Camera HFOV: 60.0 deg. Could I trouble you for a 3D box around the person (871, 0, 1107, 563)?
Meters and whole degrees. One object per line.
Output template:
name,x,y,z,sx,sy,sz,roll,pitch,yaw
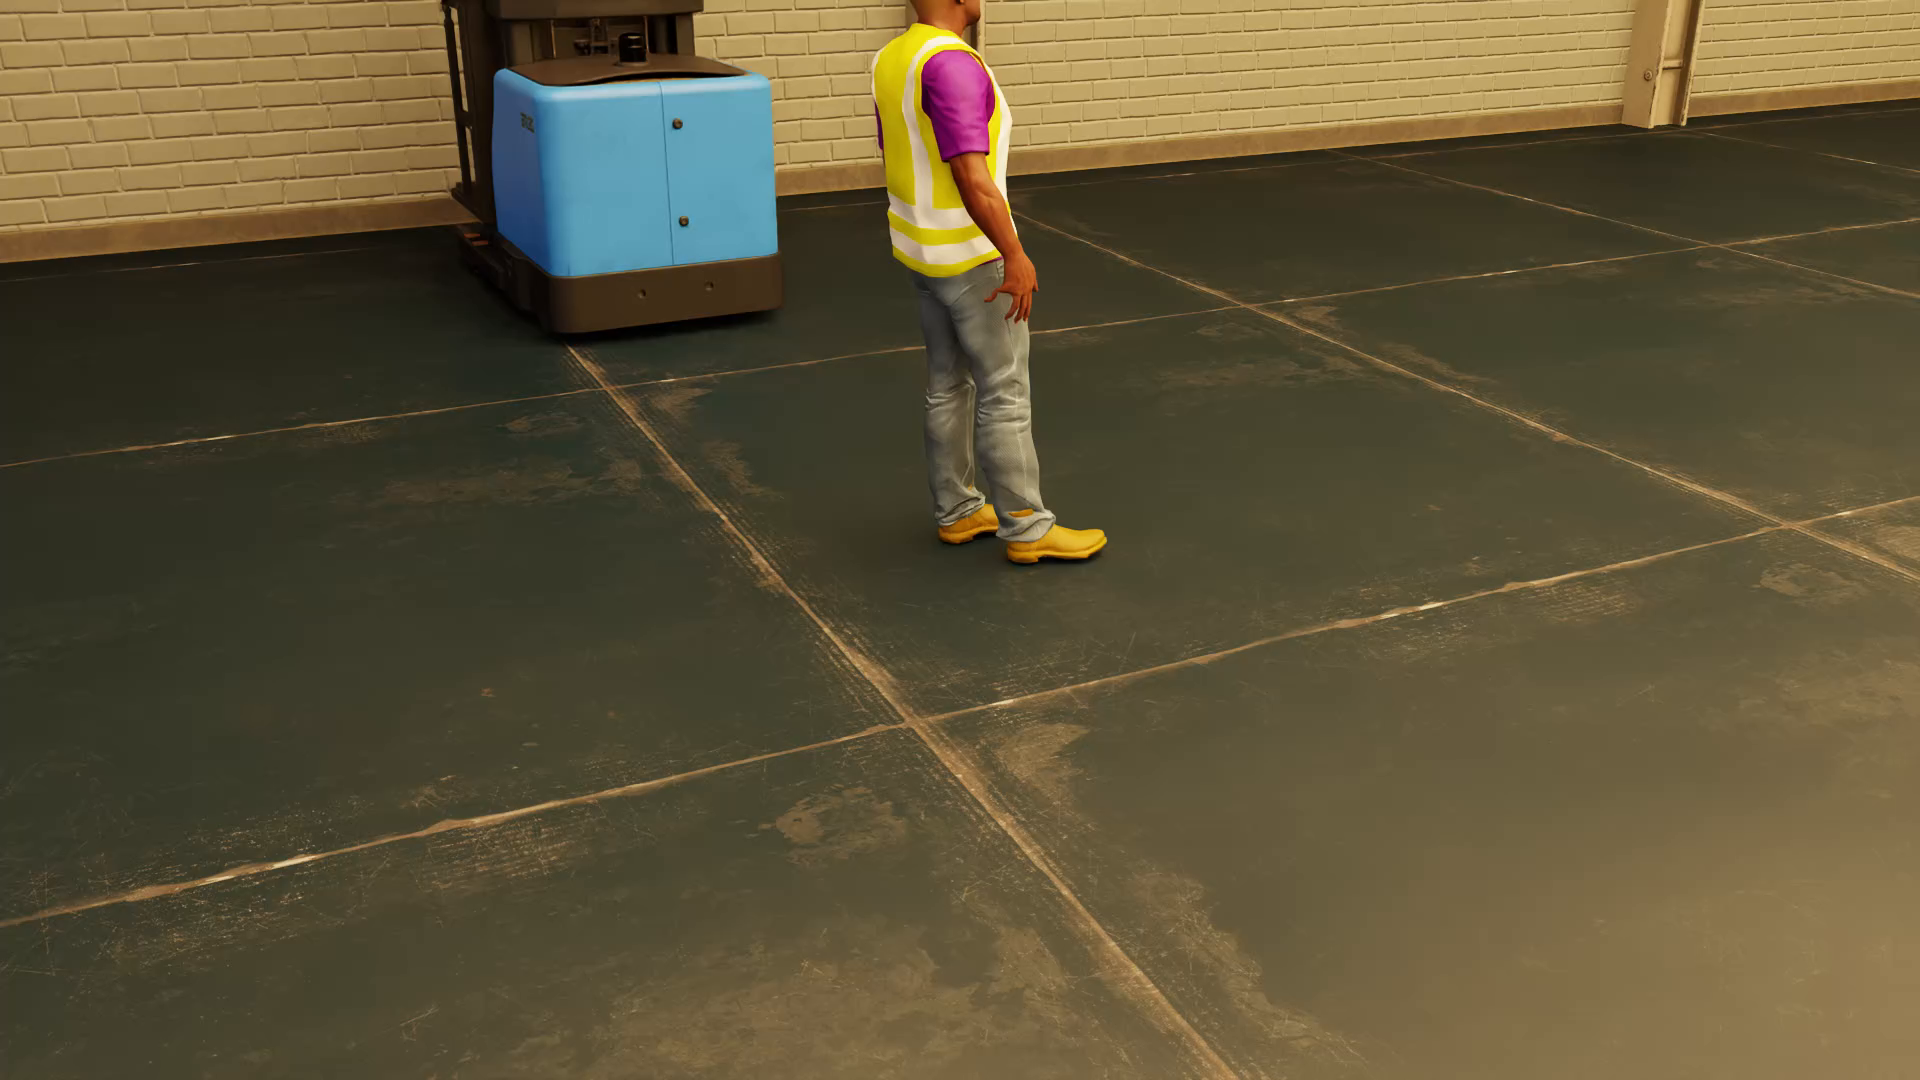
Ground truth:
person,0.066,-0.832,4.789,0.575,1.768,0.666,-10,25,-23

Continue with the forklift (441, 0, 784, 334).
forklift,-1.907,-2.752,7.911,1.130,2.935,3.031,-11,25,-25
